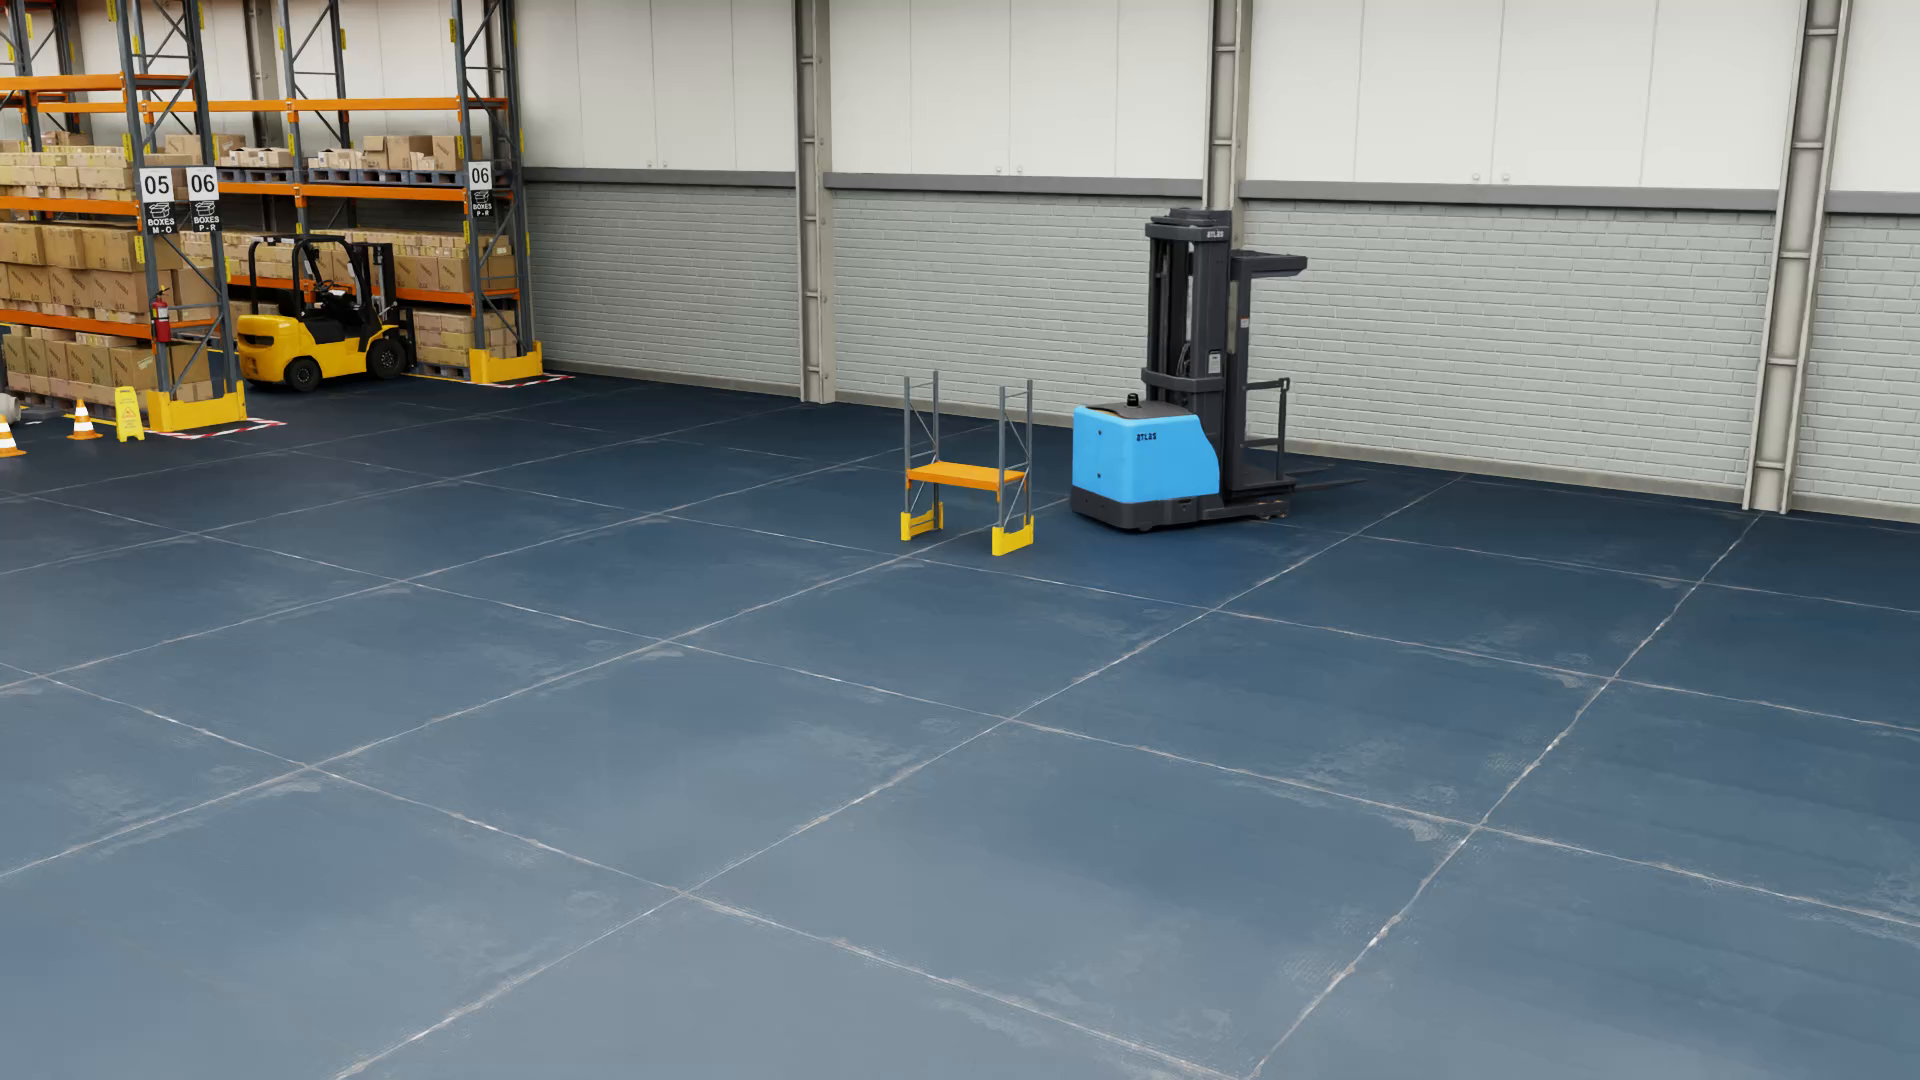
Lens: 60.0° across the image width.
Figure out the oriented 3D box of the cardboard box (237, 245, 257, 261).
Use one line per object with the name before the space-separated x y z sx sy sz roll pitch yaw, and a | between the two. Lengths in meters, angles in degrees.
cardboard box | -11.581 -4.765 27.529 0.500 0.250 0.500 10 17 34

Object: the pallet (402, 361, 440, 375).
pallet | -8.526 -2.811 26.166 1.213 0.211 1.003 9 17 33

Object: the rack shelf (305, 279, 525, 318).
rack shelf | -8.520 -3.826 25.959 4.000 0.370 1.077 9 17 33

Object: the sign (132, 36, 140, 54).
sign | -13.793 -8.274 27.838 0.005 0.325 0.100 9 17 33

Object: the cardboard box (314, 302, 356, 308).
cardboard box | -9.953 -3.670 26.601 0.500 0.250 0.500 9 16 32

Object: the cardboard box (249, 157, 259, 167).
cardboard box | -11.261 -6.116 26.915 0.250 0.149 0.380 9 17 33

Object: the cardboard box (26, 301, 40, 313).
cardboard box | -12.202 -3.132 22.181 0.250 0.149 0.380 10 17 35

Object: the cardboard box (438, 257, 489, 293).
cardboard box | -7.415 -3.969 24.832 0.500 0.500 0.500 9 16 32

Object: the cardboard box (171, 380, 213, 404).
cardboard box | -10.142 -1.949 21.729 0.500 0.250 0.500 9 17 32

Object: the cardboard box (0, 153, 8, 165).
cardboard box | -12.421 -5.000 21.829 0.250 0.149 0.380 9 16 31

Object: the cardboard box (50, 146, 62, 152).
cardboard box | -16.138 -7.026 29.970 0.250 0.149 0.380 9 16 32

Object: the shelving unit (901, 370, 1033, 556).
shelving unit | 0.063 -0.718 15.028 1.083 1.500 0.587 9 17 33

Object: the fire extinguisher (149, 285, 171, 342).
fire extinguisher | -9.789 -2.772 20.365 0.183 0.674 0.296 9 17 33

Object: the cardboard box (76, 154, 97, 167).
cardboard box | -10.868 -4.775 20.920 0.250 0.149 0.380 9 17 33

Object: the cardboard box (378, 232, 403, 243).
cardboard box | -8.750 -4.662 25.664 0.250 0.149 0.380 9 17 33

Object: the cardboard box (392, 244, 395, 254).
cardboard box | -8.539 -4.479 25.544 0.250 0.149 0.380 9 17 32

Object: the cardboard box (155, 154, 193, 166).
cardboard box | -9.808 -4.726 20.720 0.250 0.149 0.380 9 17 32

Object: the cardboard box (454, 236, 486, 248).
cardboard box | -7.275 -4.420 24.688 0.250 0.149 0.380 9 17 33

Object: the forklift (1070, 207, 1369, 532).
forklift | 2.629 -1.725 16.119 3.031 2.935 1.130 -7 15 -26

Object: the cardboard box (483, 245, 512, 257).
cardboard box | -6.997 -4.367 25.092 0.250 0.149 0.380 9 16 31

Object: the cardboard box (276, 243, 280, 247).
cardboard box | -10.984 -4.882 27.173 0.250 0.149 0.380 9 17 33

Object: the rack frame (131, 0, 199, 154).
rack frame | -13.498 -7.892 28.402 0.127 3.000 1.000 9 17 33

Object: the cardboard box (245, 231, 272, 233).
cardboard box | -11.985 -5.194 28.430 0.250 0.149 0.380 9 16 32

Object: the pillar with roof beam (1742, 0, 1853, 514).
pillar with roof beam | 5.599 -3.820 11.952 0.400 9.000 9.100 9 17 33

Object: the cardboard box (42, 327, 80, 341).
cardboard box | -11.885 -2.735 21.994 0.250 0.149 0.380 10 17 36

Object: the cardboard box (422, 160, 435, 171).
cardboard box | -7.717 -5.544 24.601 0.250 0.149 0.380 9 16 31

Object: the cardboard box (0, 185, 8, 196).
cardboard box | -12.640 -4.650 22.070 0.250 0.149 0.380 9 17 33

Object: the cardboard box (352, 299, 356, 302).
cardboard box | -9.663 -3.770 27.005 0.500 0.250 0.500 10 17 34

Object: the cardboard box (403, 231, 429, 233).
cardboard box | -8.508 -4.750 26.019 0.250 0.149 0.380 10 17 34

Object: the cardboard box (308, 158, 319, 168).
cardboard box | -9.976 -5.909 26.076 0.250 0.149 0.380 10 17 34

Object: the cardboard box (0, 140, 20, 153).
cardboard box | -13.627 -5.506 23.404 0.500 0.250 0.500 9 16 32

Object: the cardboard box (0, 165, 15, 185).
cardboard box | -12.301 -4.800 21.847 0.500 0.250 0.500 9 17 32

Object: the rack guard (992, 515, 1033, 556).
rack guard | 0.476 -0.044 14.909 0.087 0.250 0.587 9 17 33

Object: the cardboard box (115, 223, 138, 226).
cardboard box | -14.956 -5.416 29.796 0.637 0.503 0.797 9 16 32

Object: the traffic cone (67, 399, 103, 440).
traffic cone | -10.704 -1.485 20.288 0.334 0.463 0.336 9 17 33

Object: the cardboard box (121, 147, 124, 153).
cardboard box | -14.357 -6.770 28.976 0.250 0.149 0.380 9 16 31

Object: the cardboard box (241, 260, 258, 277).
cardboard box | -11.558 -4.525 27.598 0.500 0.250 0.500 9 17 33

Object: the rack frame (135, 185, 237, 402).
rack frame | -9.627 -2.916 20.789 0.127 3.000 1.000 9 17 33

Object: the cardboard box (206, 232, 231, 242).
cardboard box | -12.499 -5.116 28.118 0.250 0.149 0.380 9 17 33

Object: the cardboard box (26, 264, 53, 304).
cardboard box | -11.898 -3.399 21.910 0.500 0.500 0.500 9 17 32

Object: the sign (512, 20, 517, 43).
sign | -6.545 -7.459 24.381 0.005 0.325 0.100 9 17 33

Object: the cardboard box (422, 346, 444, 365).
cardboard box | -7.834 -2.844 25.346 0.500 0.250 0.500 9 17 33

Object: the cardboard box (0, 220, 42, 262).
cardboard box | -12.702 -4.029 22.375 0.500 0.500 0.700 9 17 32

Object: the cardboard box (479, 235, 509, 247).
cardboard box | -7.019 -4.502 25.017 0.250 0.149 0.380 9 16 32

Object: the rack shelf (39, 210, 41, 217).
rack shelf | -14.606 -4.828 23.766 4.000 0.370 1.077 9 17 33

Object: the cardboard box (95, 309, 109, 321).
cardboard box | -10.760 -2.881 21.169 0.250 0.149 0.380 10 17 34

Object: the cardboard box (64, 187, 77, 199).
cardboard box | -11.126 -4.420 21.143 0.250 0.149 0.380 9 16 31

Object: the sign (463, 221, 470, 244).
sign | -7.174 -4.477 24.192 0.005 0.325 0.100 9 17 33

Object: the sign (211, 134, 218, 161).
sign | -9.324 -4.905 20.761 0.005 0.325 0.100 9 17 33
